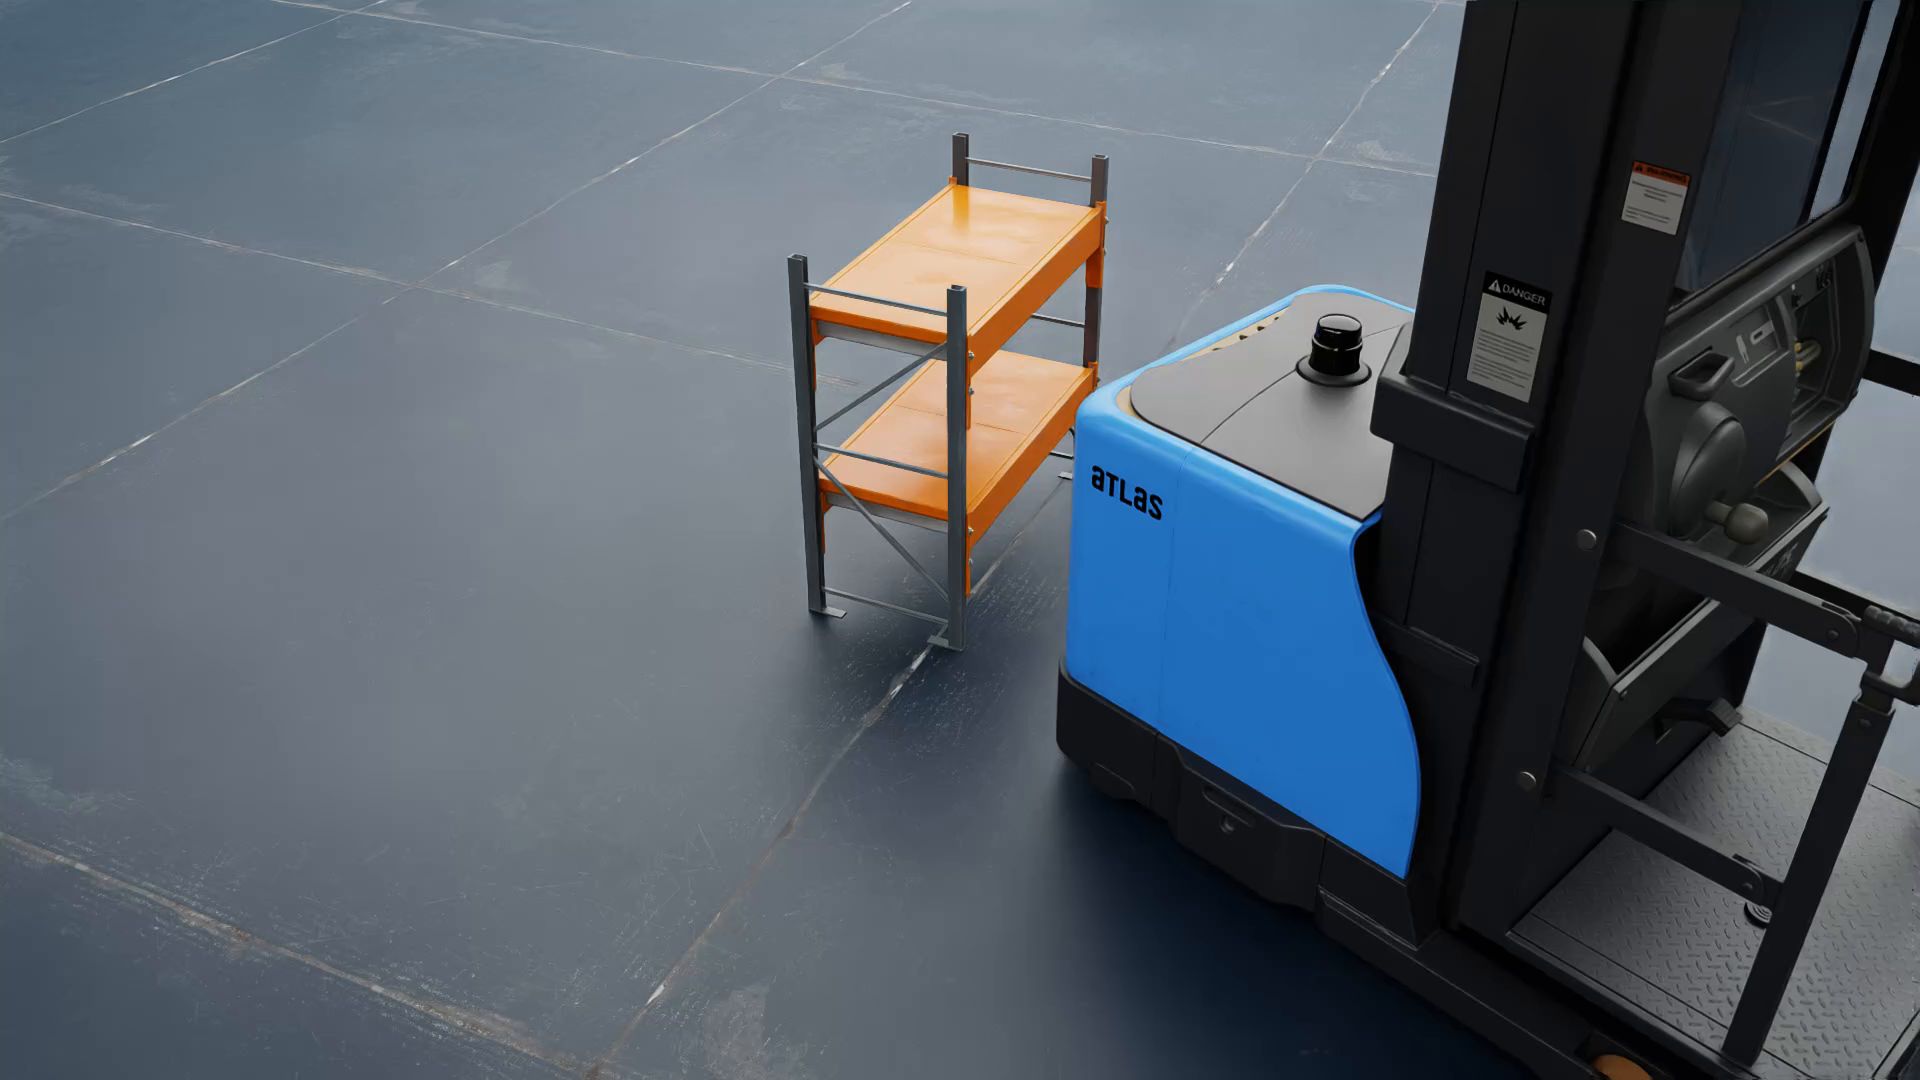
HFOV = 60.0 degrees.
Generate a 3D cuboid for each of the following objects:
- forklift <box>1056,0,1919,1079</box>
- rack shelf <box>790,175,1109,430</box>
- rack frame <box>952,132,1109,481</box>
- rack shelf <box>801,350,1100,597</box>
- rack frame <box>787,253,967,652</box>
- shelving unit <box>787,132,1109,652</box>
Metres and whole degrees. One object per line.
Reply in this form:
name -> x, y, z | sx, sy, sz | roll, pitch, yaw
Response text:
forklift -> 1.634, -0.252, 2.961 | 1.130, 2.935, 3.031 | -28, 42, -36
rack shelf -> -0.003, -0.712, 4.776 | 0.538, 0.278, 1.000 | 14, 36, 20
rack frame -> 0.210, -0.720, 5.323 | 0.500, 1.125, 0.032 | 14, 36, 20
rack shelf -> -0.003, -0.263, 5.070 | 0.538, 0.278, 1.000 | 14, 36, 20
rack frame -> -0.216, -0.214, 4.550 | 0.500, 1.125, 0.032 | 14, 36, 20
shelving unit -> -0.003, -0.467, 4.936 | 0.538, 1.125, 1.048 | 14, 36, 20
